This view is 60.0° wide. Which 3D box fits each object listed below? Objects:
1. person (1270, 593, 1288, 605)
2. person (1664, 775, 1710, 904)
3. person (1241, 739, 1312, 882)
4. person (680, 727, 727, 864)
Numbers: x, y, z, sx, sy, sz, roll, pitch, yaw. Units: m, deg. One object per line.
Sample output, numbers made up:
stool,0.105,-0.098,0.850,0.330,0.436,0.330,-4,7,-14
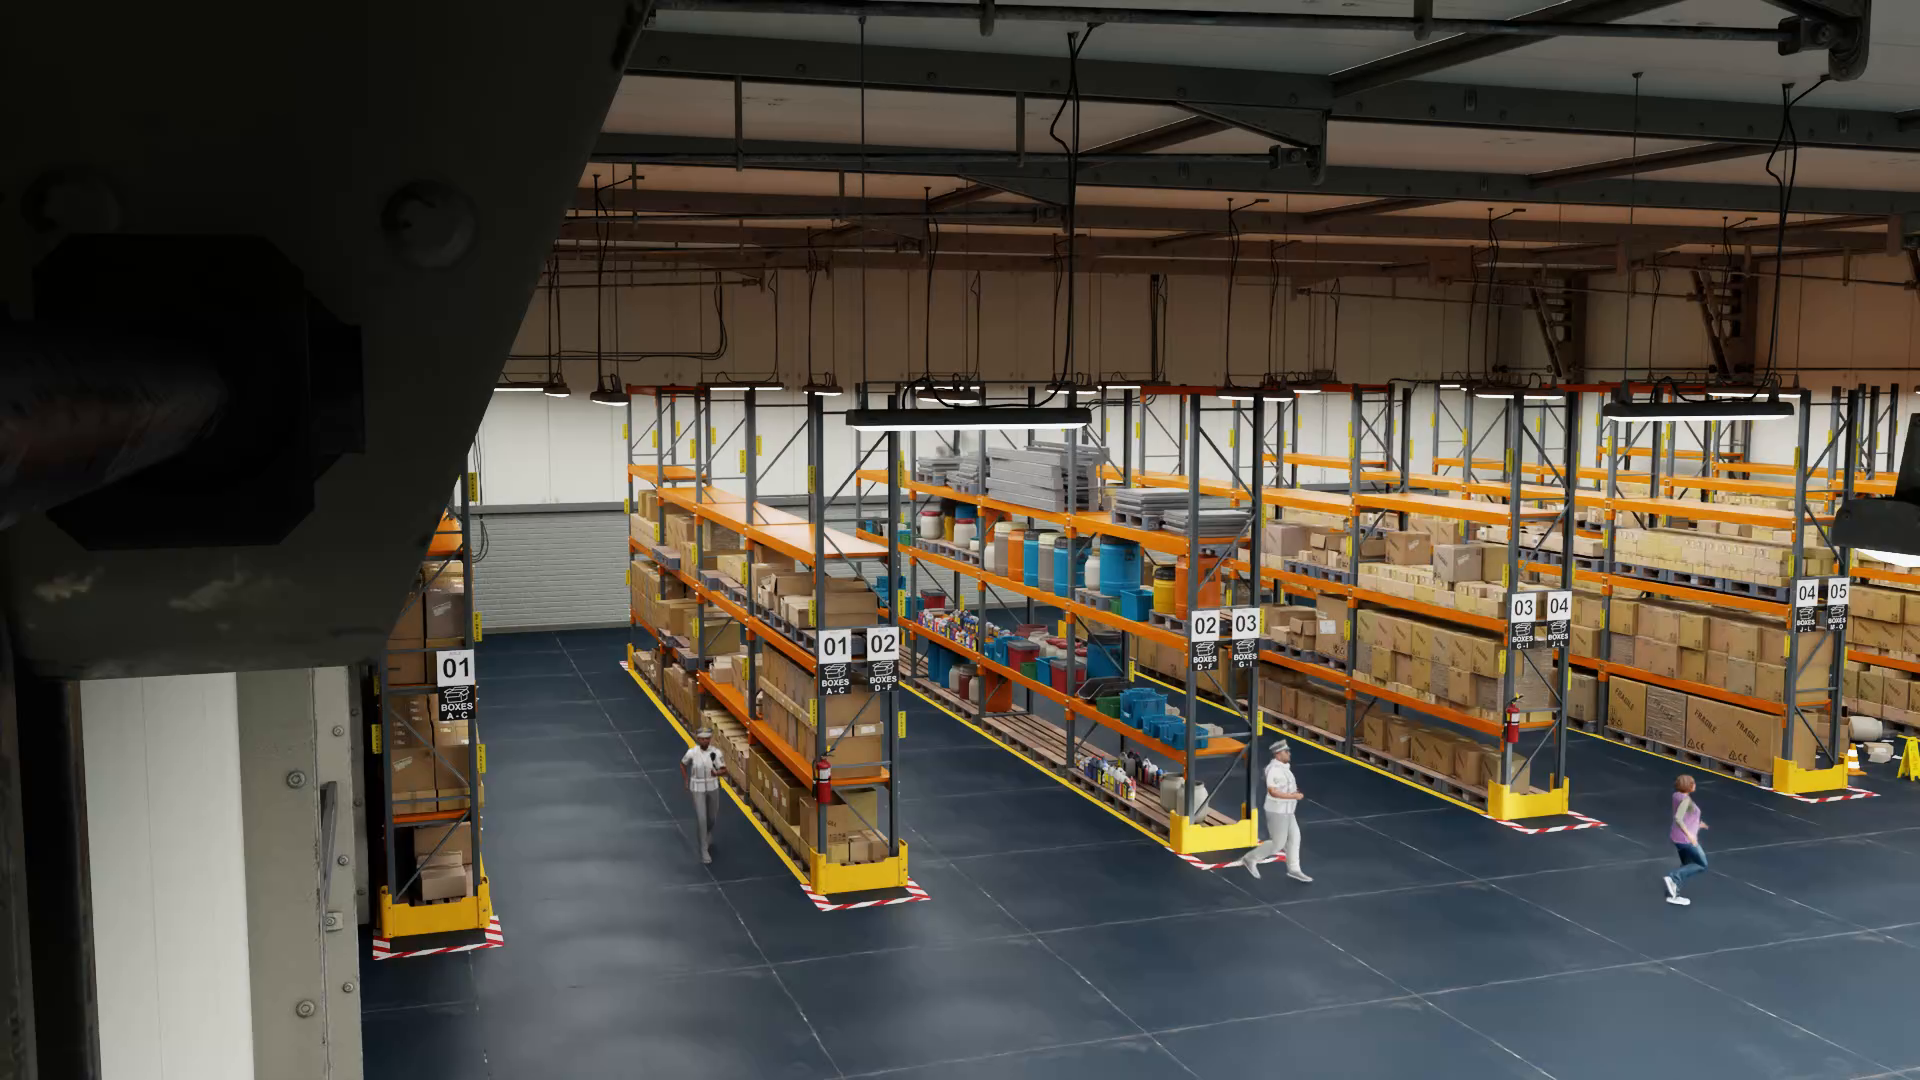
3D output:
person,7.950,1.159,41.484,0.983,1.788,0.671,-2,6,-16
person,8.580,3.536,19.617,0.537,1.558,0.530,0,6,5
person,3.914,3.331,20.487,0.877,1.800,0.684,1,6,13
person,-3.310,3.246,21.563,0.575,1.679,0.941,-2,6,-18
